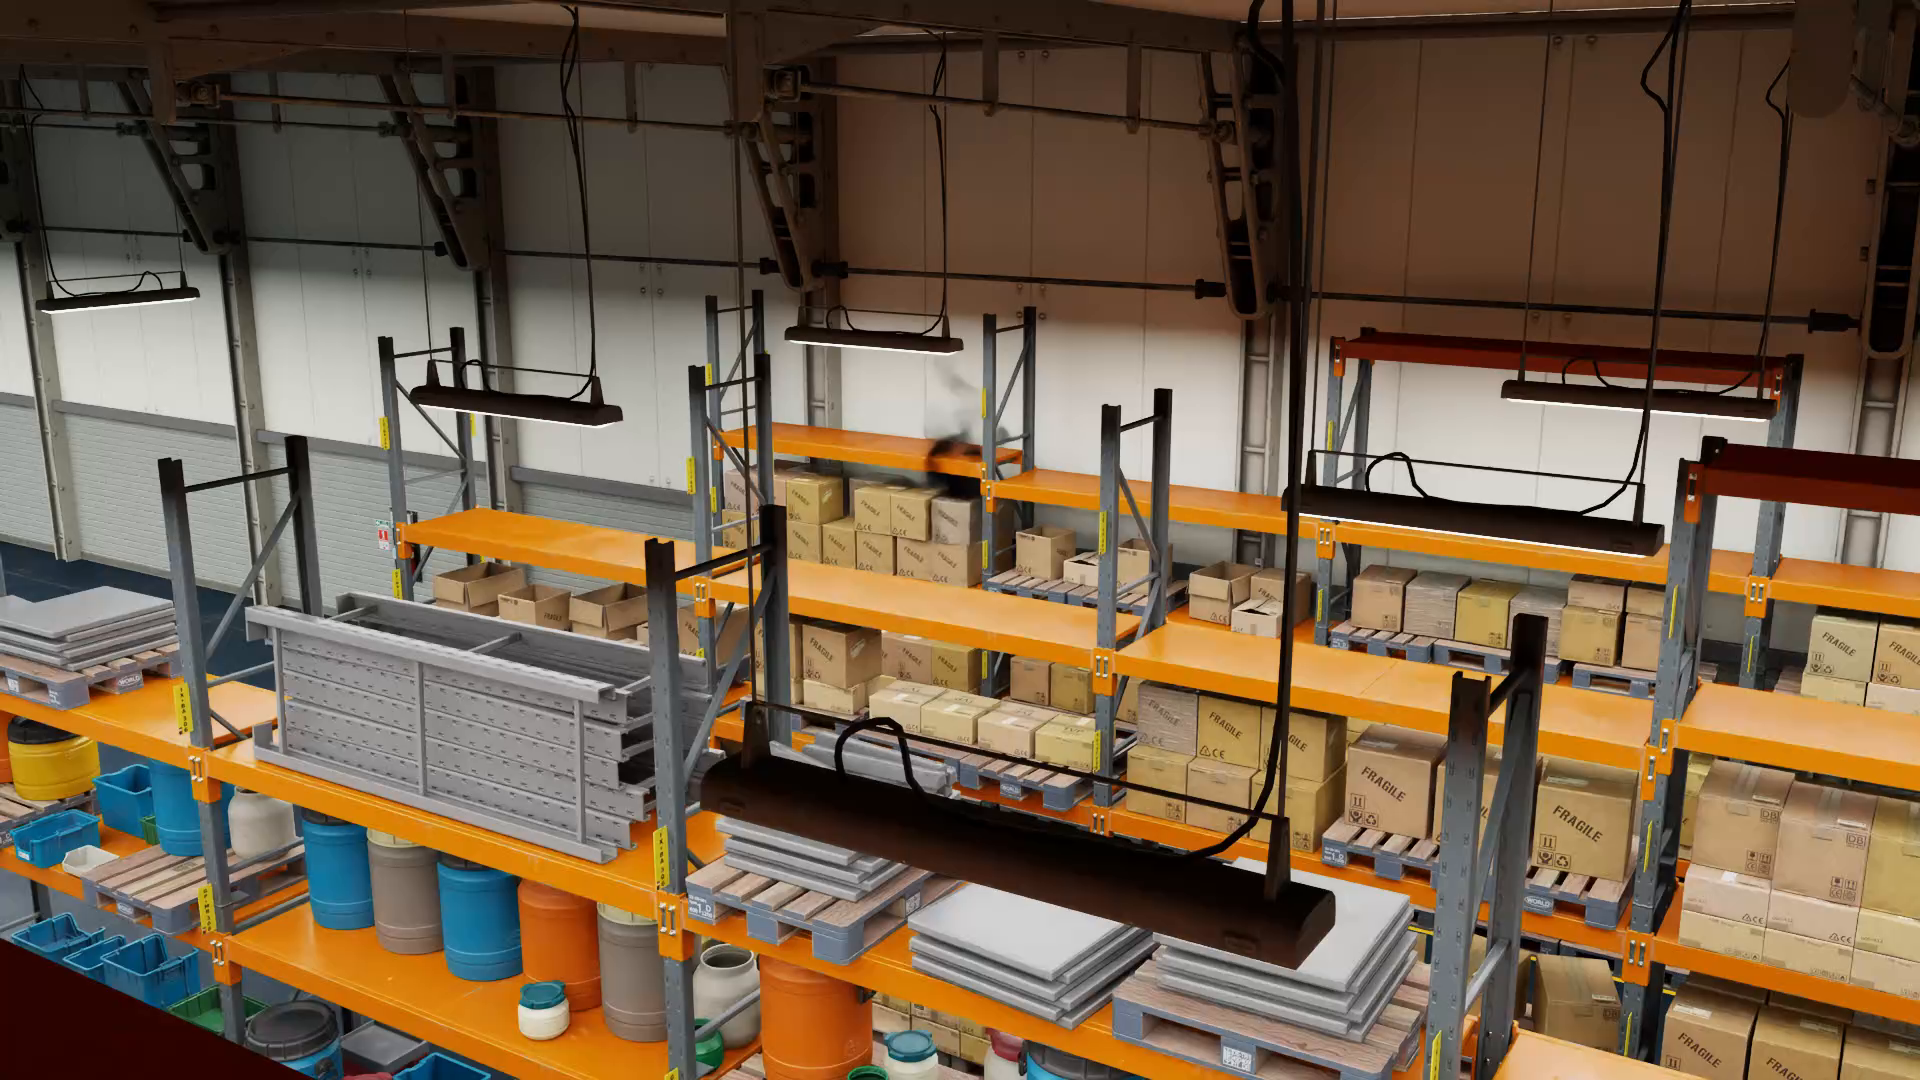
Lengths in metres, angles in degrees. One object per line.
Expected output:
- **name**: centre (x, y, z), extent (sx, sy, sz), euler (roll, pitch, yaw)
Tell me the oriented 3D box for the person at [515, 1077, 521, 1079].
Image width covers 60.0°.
- **person**: centre (-3.289, 4.168, 12.999), extent (0.540, 1.620, 0.600), euler (8, 16, 28)
